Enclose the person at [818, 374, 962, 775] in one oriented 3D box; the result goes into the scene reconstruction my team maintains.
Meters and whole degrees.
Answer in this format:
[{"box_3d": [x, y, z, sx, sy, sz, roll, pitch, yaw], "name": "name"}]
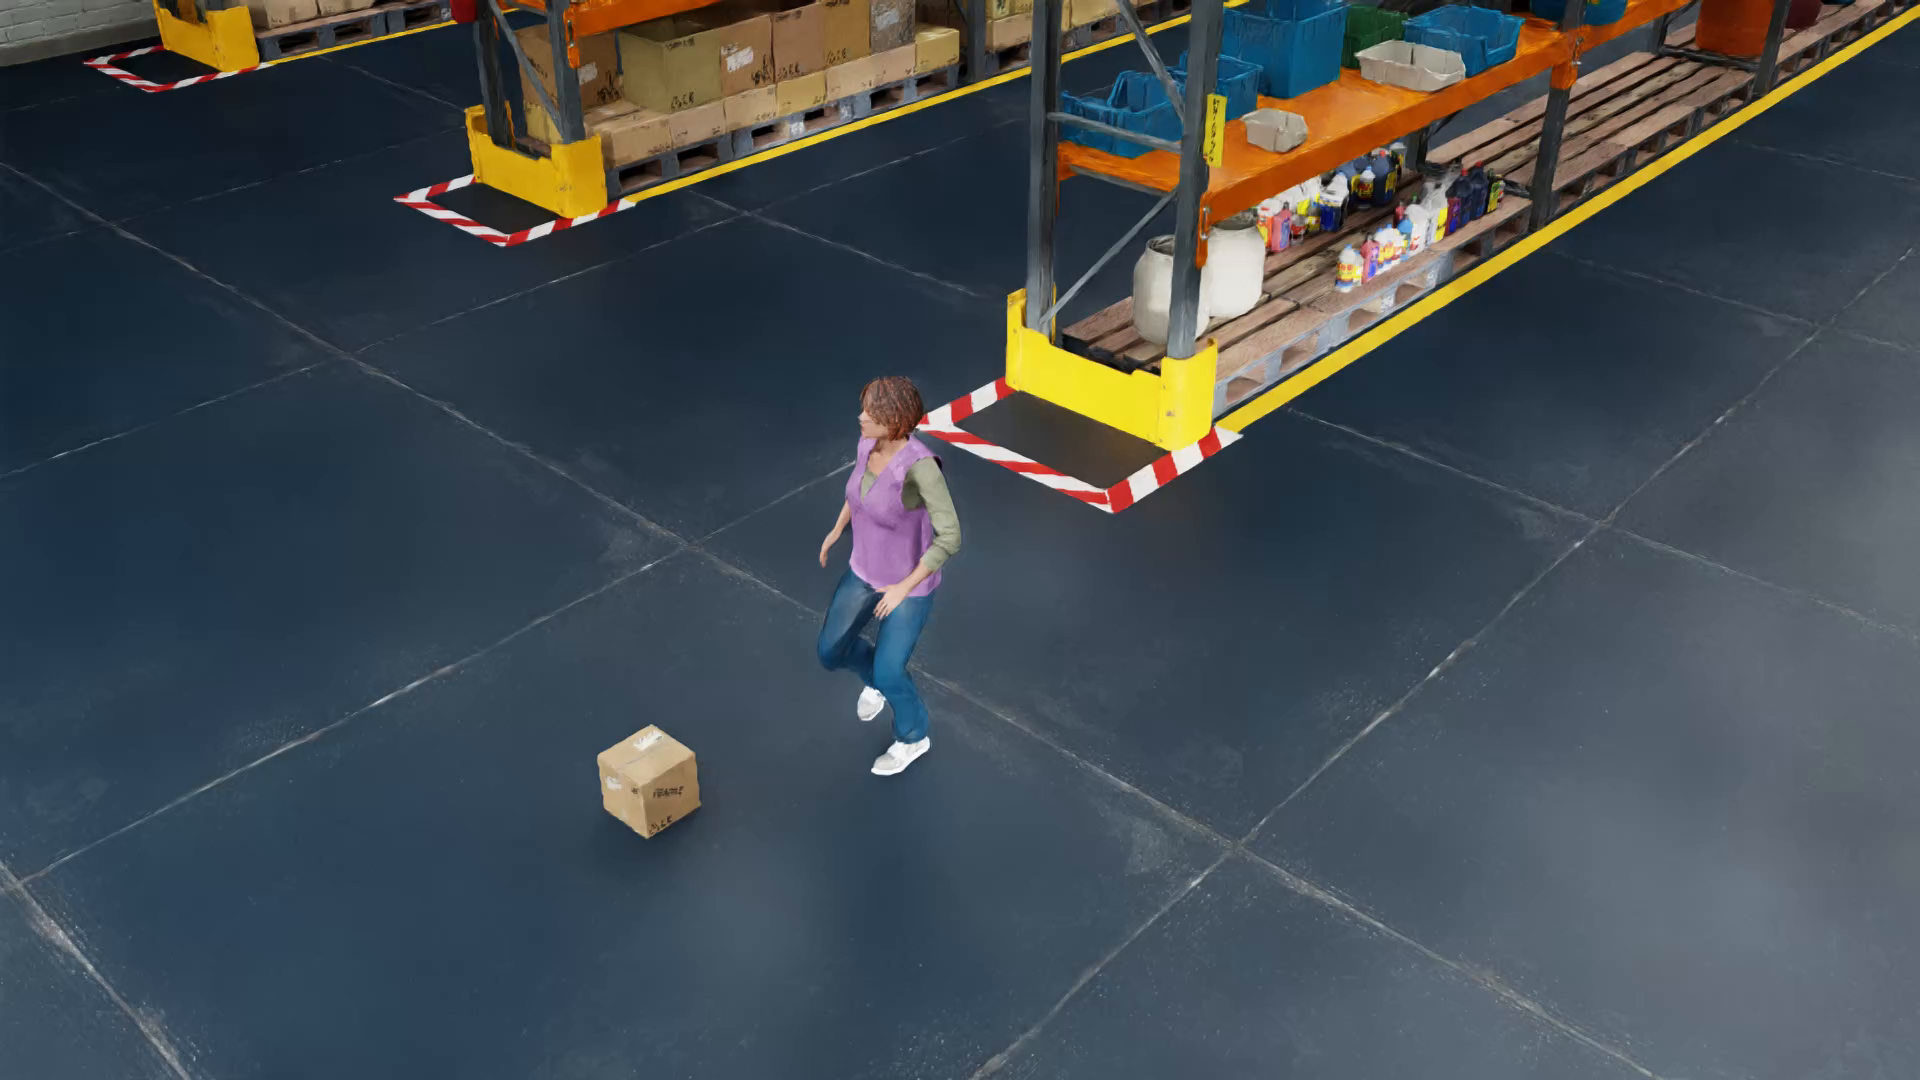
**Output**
[{"box_3d": [-0.267, 0.155, 5.922, 0.600, 1.572, 0.435, 28, 41, 37], "name": "person"}]
